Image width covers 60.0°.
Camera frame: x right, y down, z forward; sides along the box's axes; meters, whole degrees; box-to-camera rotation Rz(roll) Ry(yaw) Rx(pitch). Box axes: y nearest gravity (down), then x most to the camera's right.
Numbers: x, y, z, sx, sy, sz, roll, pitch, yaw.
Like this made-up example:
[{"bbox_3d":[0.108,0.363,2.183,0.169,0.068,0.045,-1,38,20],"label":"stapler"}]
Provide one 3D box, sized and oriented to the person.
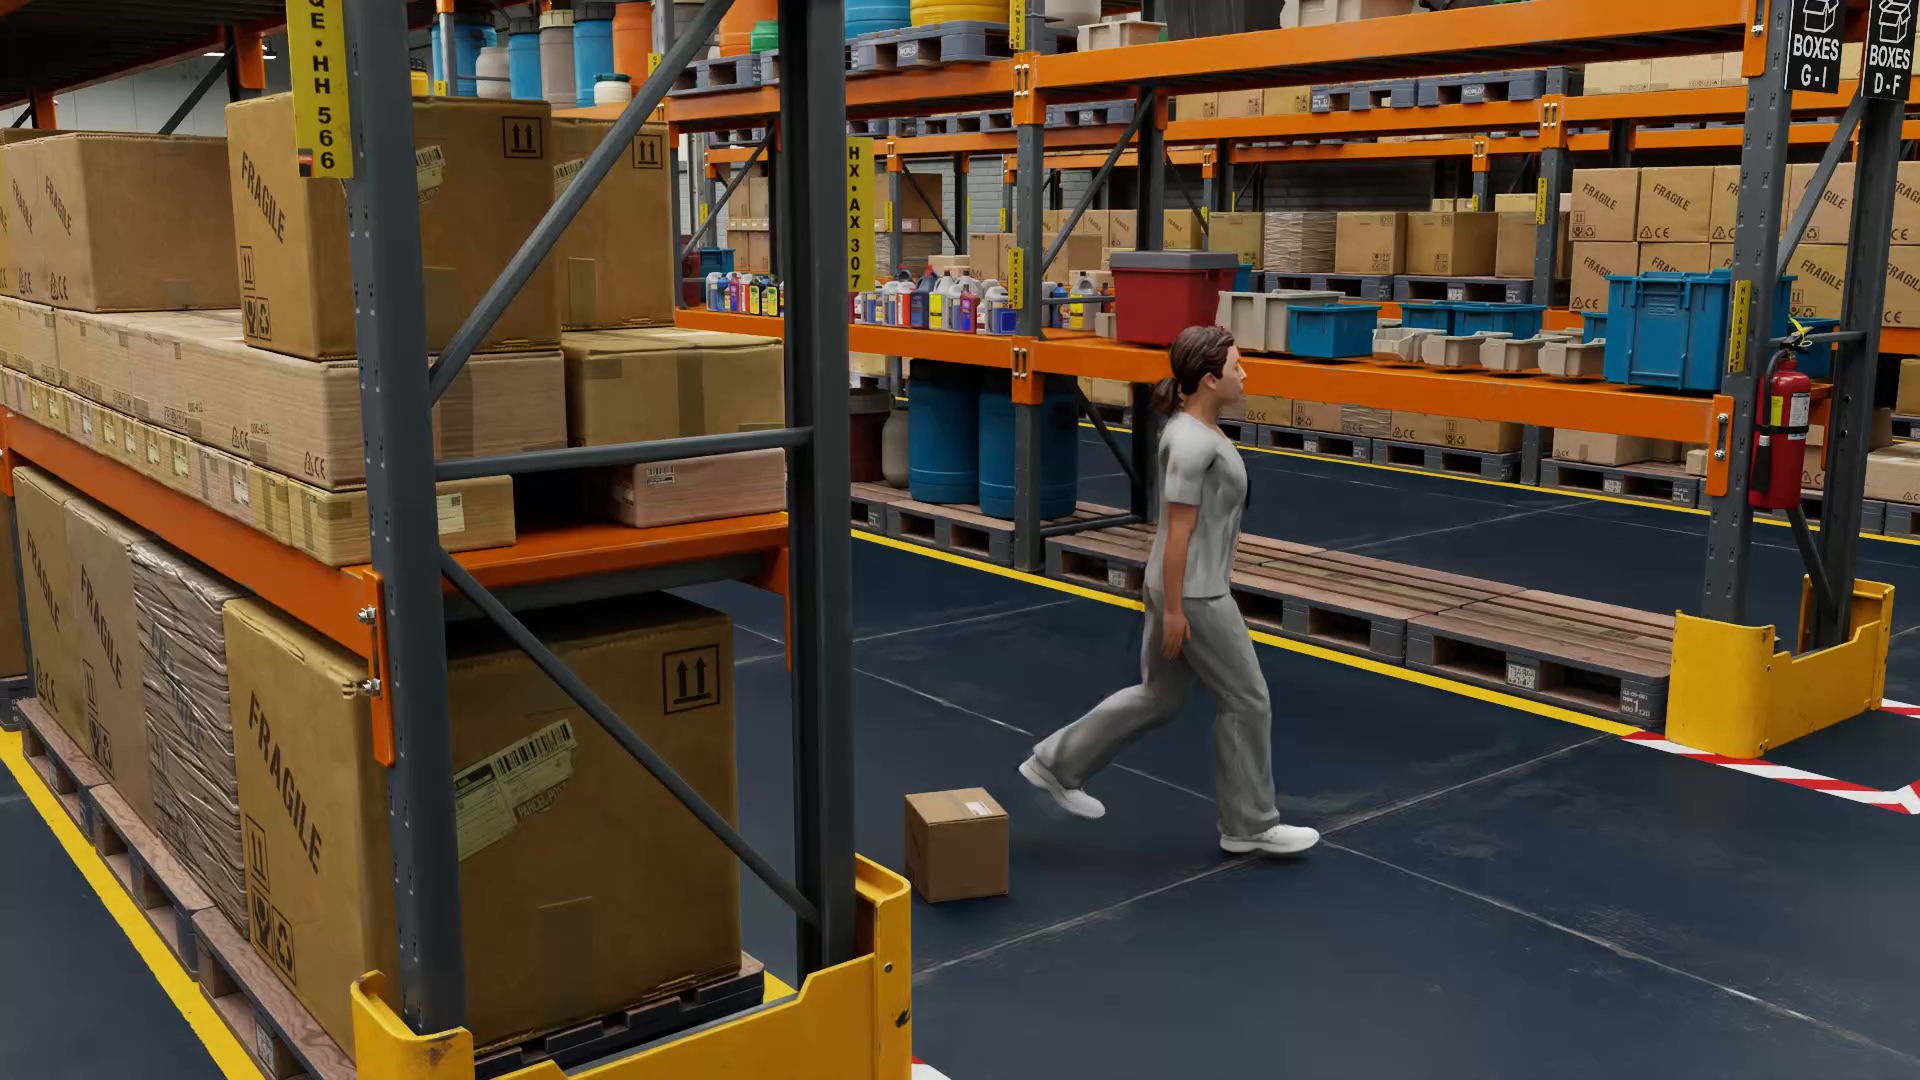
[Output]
[{"bbox_3d":[0.653,0.158,5.126,0.942,1.632,0.456,1,11,4],"label":"person"}]
